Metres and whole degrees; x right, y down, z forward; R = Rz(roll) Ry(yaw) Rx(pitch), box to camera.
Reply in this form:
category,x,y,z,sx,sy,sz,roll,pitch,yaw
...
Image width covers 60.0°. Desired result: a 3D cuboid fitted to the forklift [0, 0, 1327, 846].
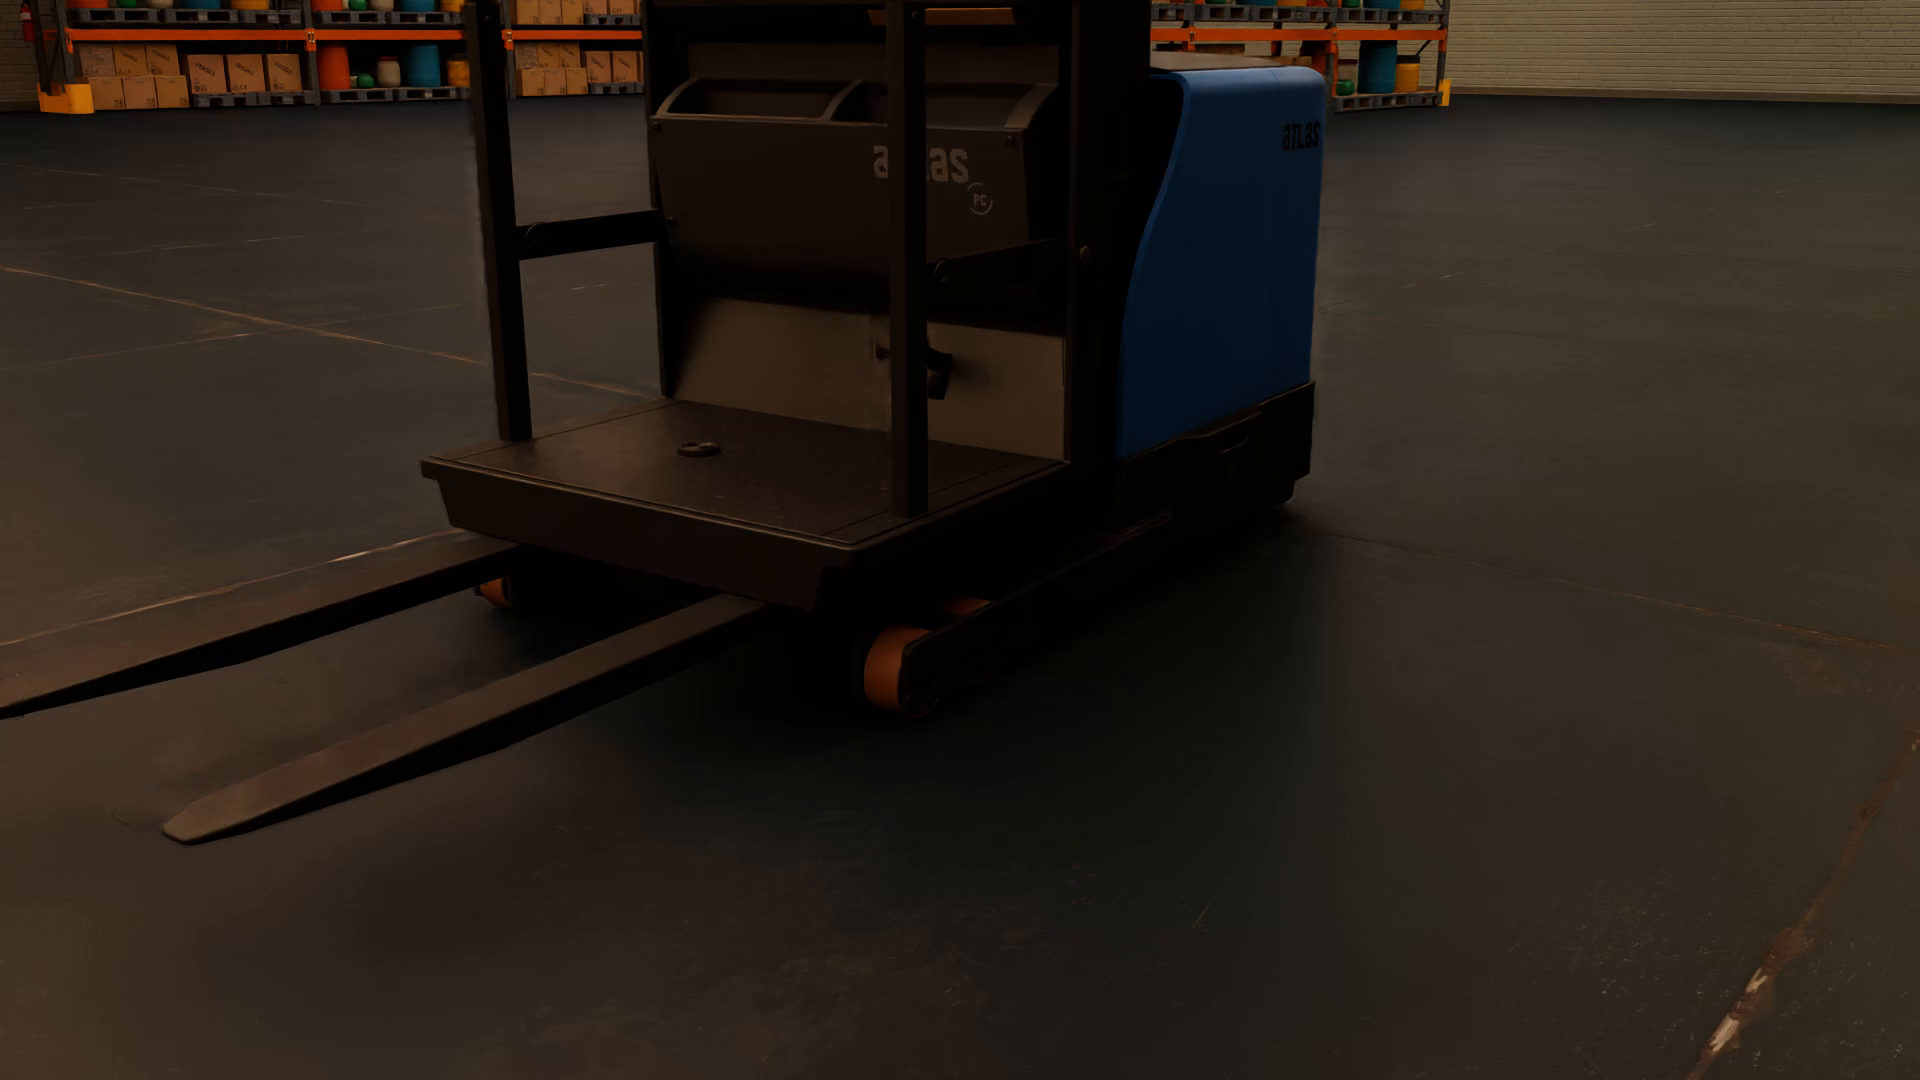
category,x,y,z,sx,sy,sz,roll,pitch,yaw
forklift,-0.346,-1.246,3.001,1.130,2.935,3.031,11,20,33
